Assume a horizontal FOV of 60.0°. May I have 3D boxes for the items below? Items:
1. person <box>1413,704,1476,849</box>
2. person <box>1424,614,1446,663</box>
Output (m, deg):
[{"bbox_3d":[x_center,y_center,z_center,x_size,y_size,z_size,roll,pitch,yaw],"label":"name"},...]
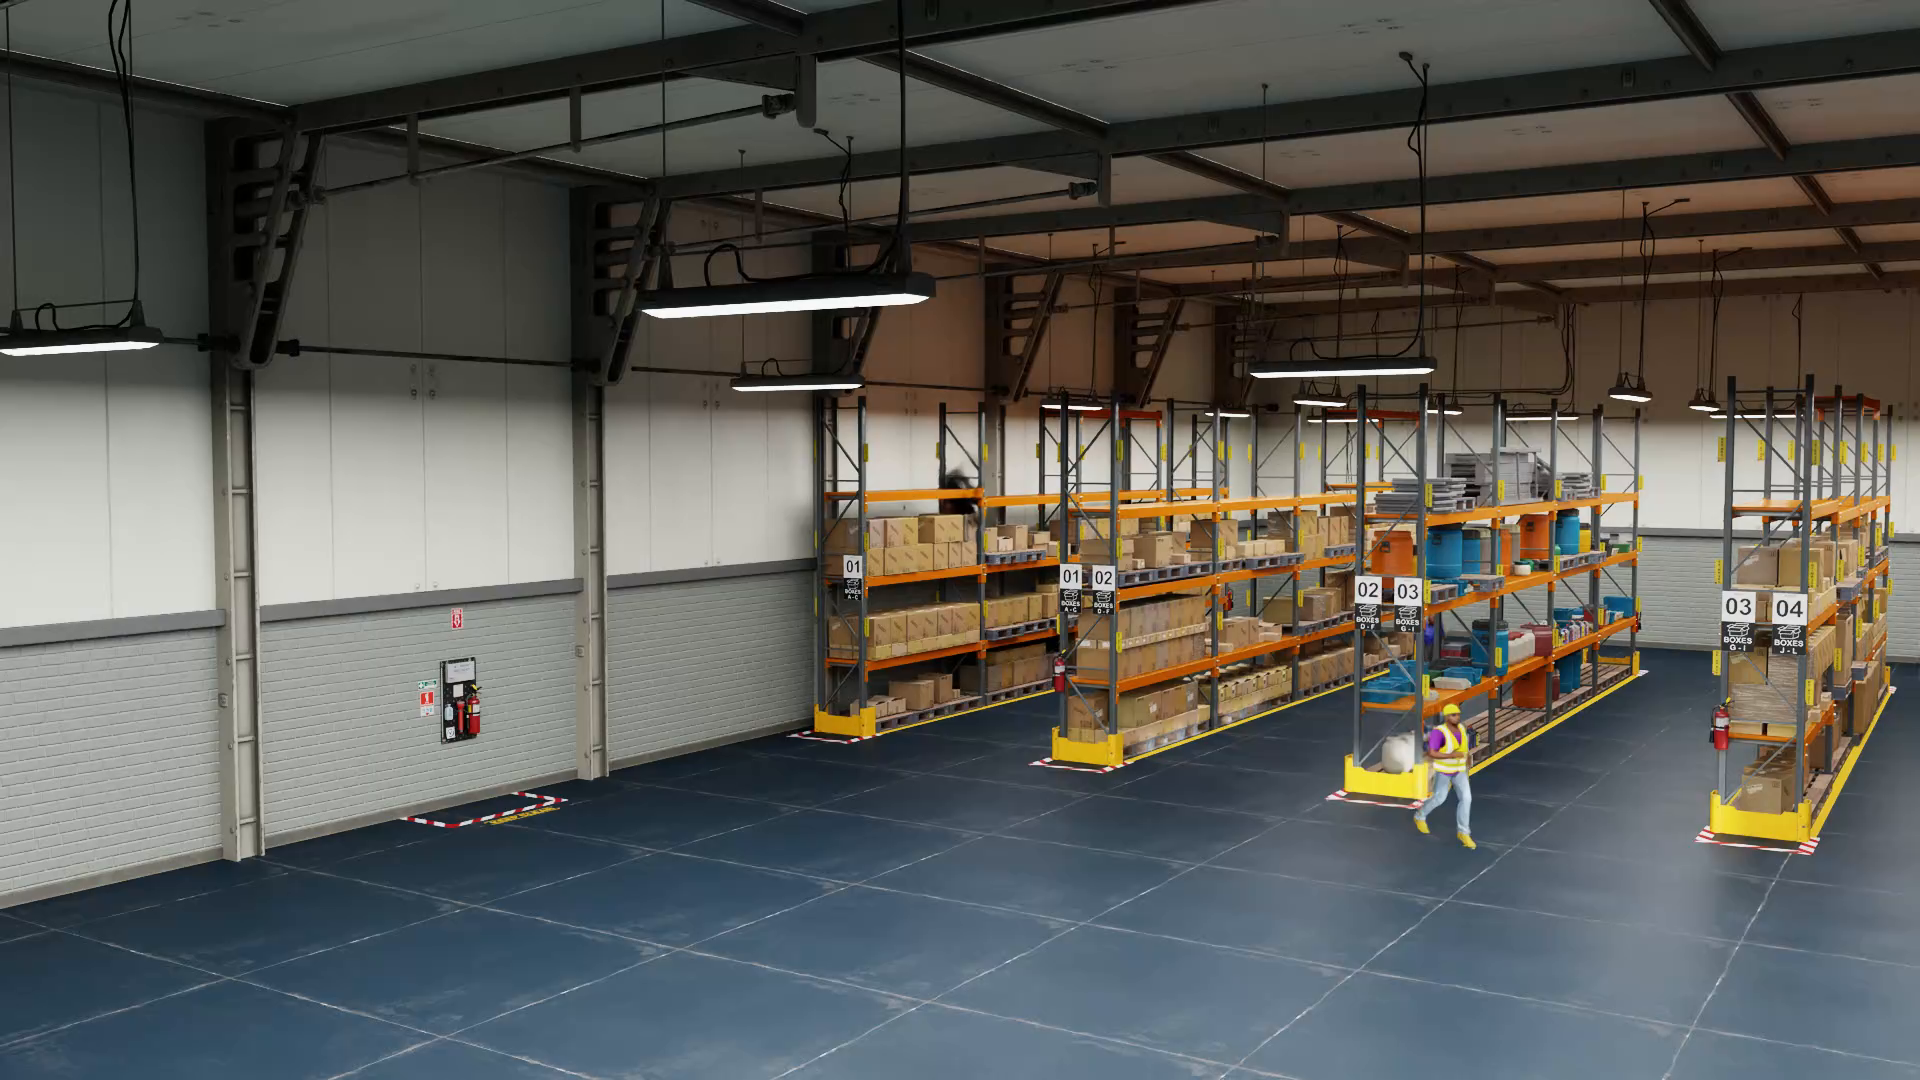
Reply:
[{"bbox_3d":[6.277,2.993,21.403,0.710,1.805,0.941,-1,3,-21],"label":"person"},{"bbox_3d":[10.052,2.387,35.427,0.558,1.521,0.592,1,3,21],"label":"person"}]
